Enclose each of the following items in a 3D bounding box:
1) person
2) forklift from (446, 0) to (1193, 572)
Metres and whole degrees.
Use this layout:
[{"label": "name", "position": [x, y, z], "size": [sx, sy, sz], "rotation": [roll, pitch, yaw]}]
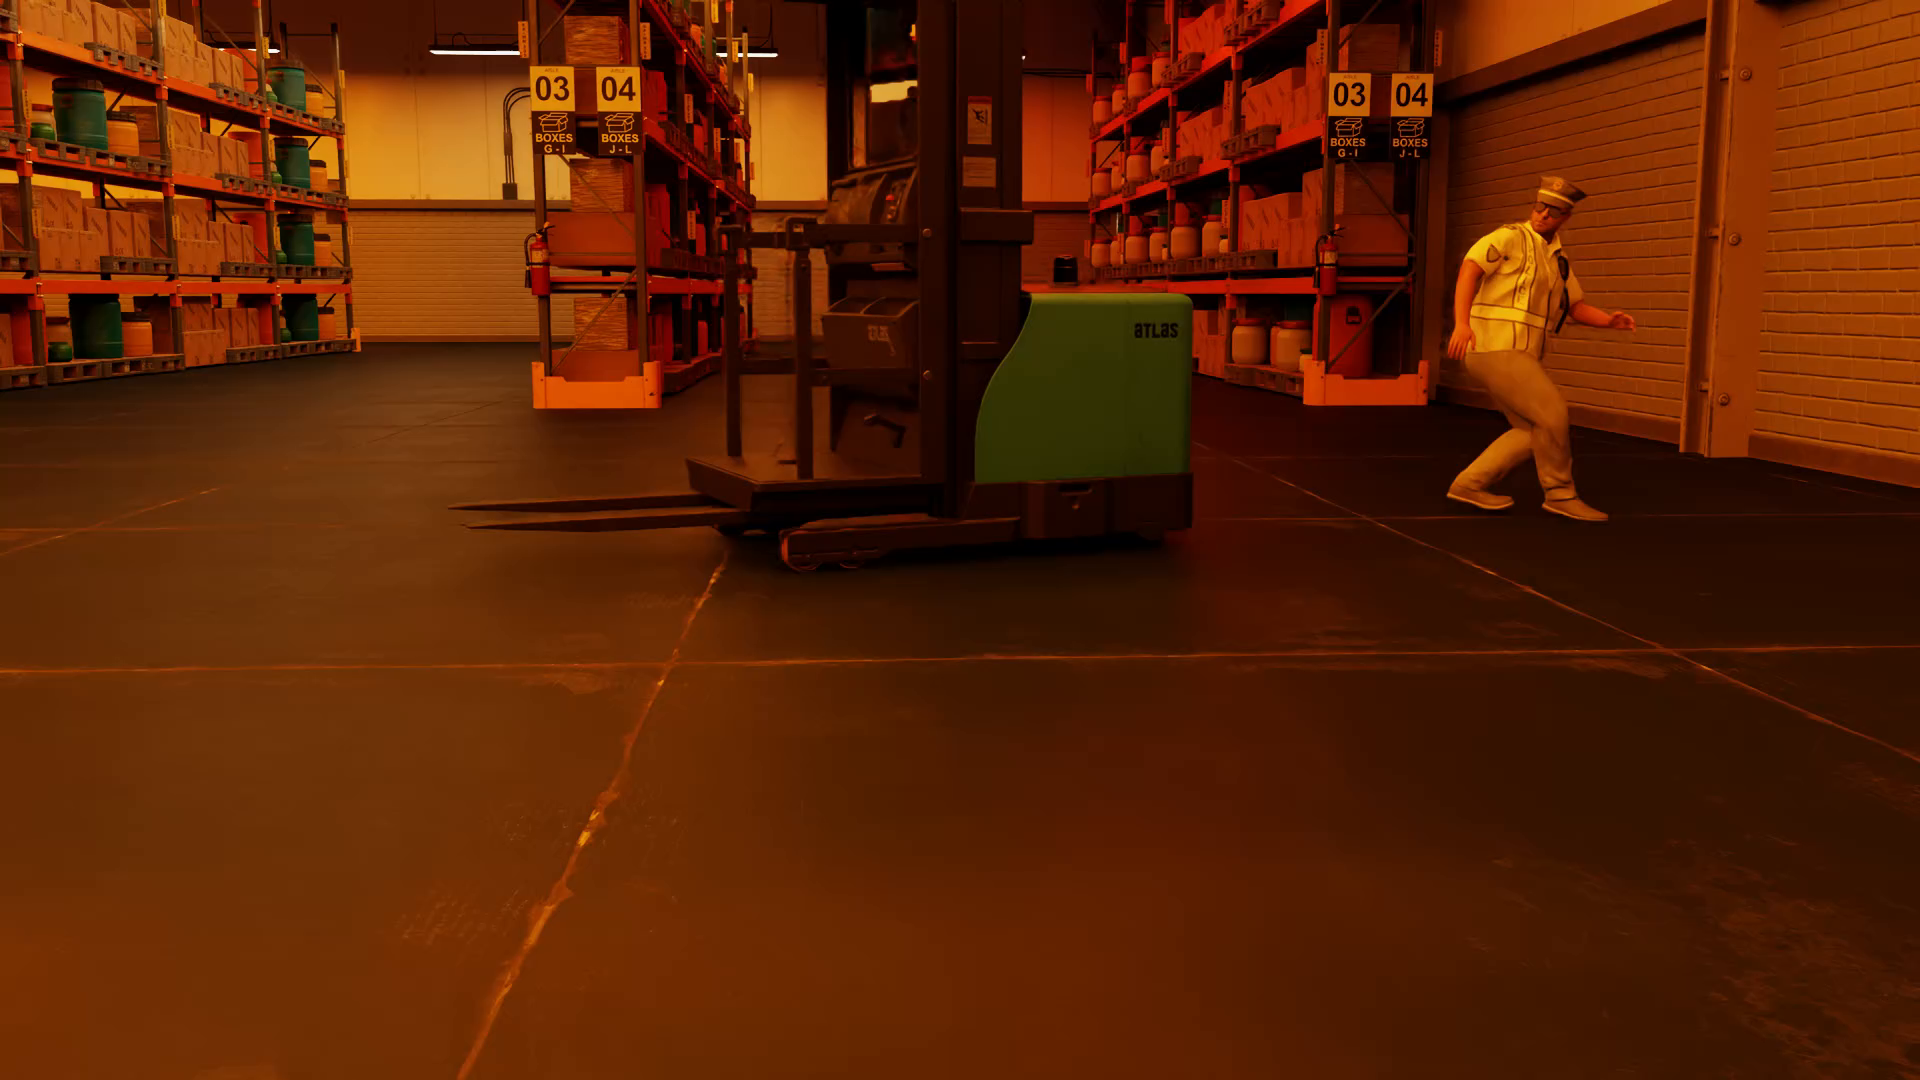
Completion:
[{"label": "person", "position": [2.748, -0.897, 7.915], "size": [0.838, 1.650, 0.814], "rotation": [6, 10, 34]}, {"label": "forklift", "position": [-0.558, -1.412, 6.837], "size": [3.031, 2.935, 1.130], "rotation": [-4, 9, -24]}]
